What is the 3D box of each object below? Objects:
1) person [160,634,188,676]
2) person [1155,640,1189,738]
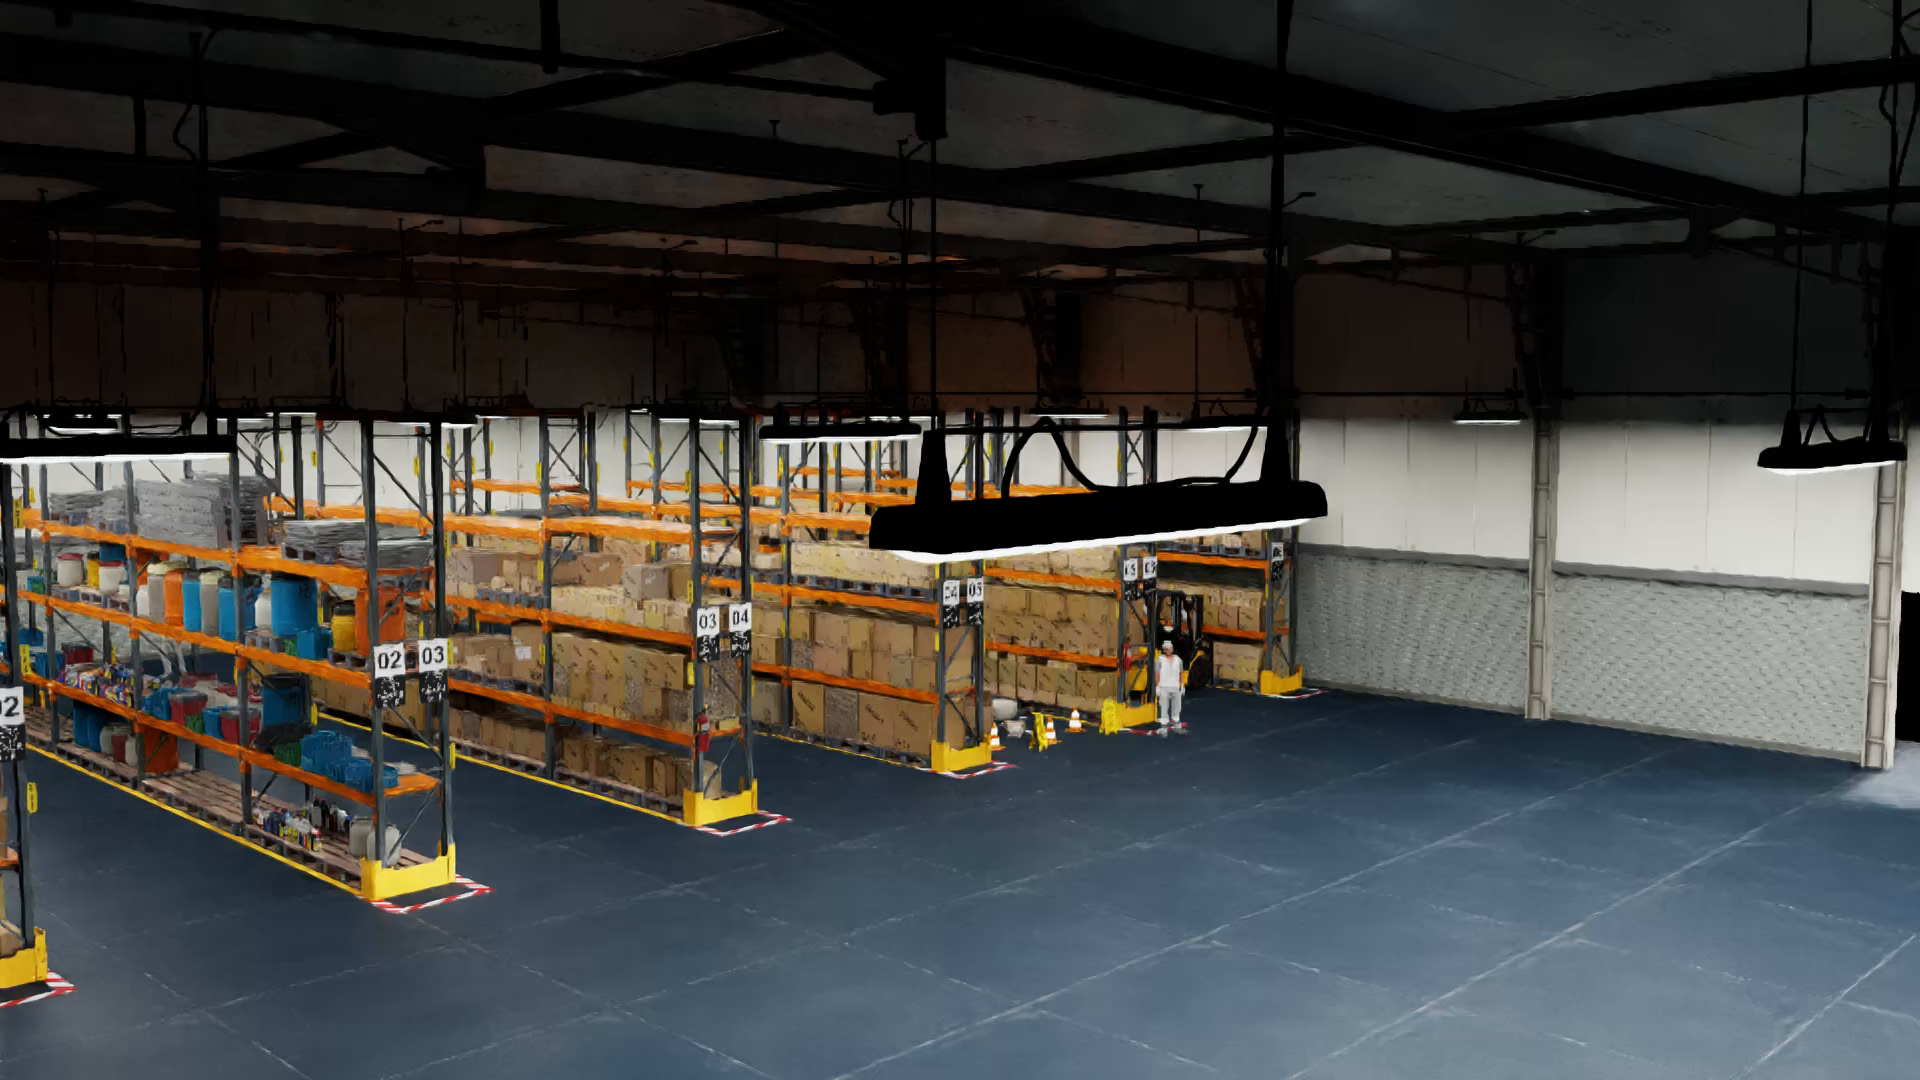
[{"bbox_3d":[-17.708,2.208,37.355,0.524,1.650,0.566,0,5,4],"label":"person"},{"bbox_3d":[3.931,2.728,30.682,0.684,1.793,0.466,-1,5,-15],"label":"person"}]
